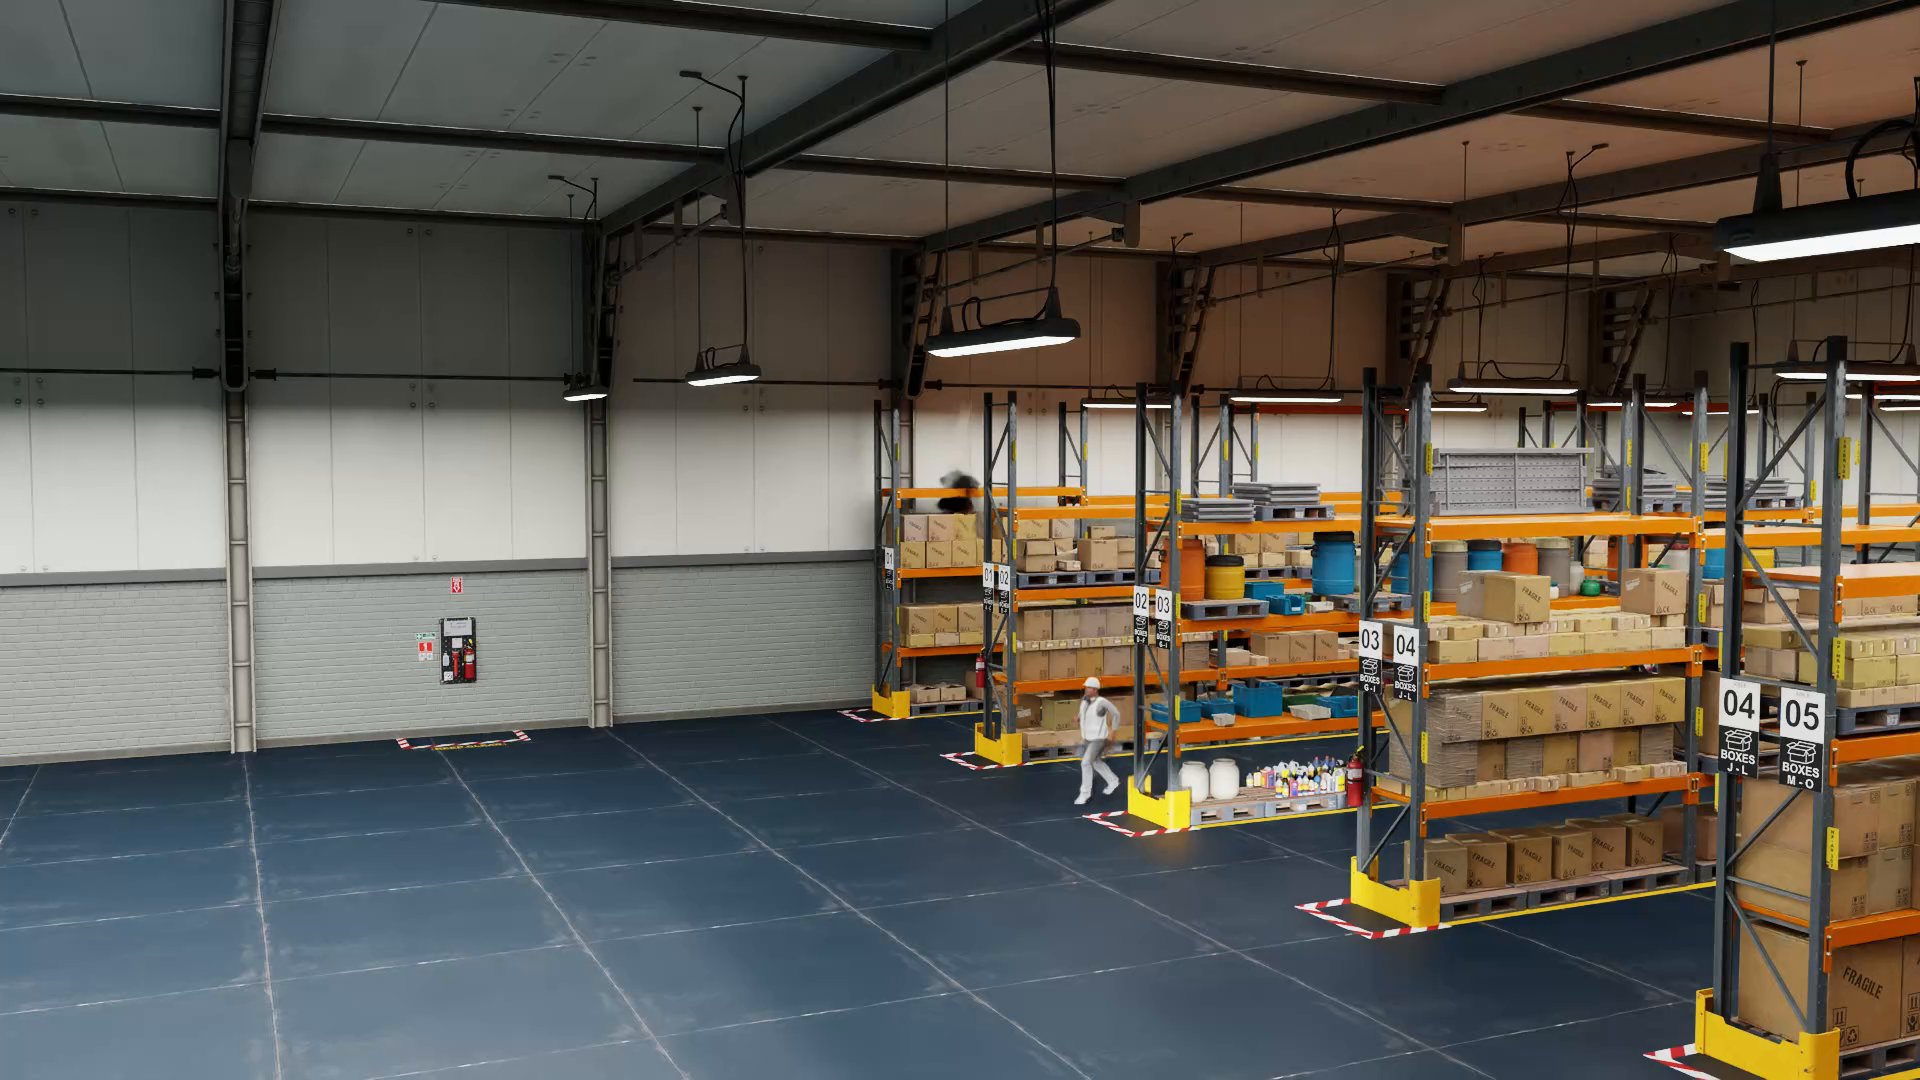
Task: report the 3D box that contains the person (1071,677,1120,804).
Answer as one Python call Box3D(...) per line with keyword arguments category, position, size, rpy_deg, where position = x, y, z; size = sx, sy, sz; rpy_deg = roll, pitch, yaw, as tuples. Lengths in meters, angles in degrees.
Box3D(category="person", position=(1.971, 2.886, 24.109), size=(0.887, 1.809, 0.681), rpy_deg=(-2, 4, -31))
